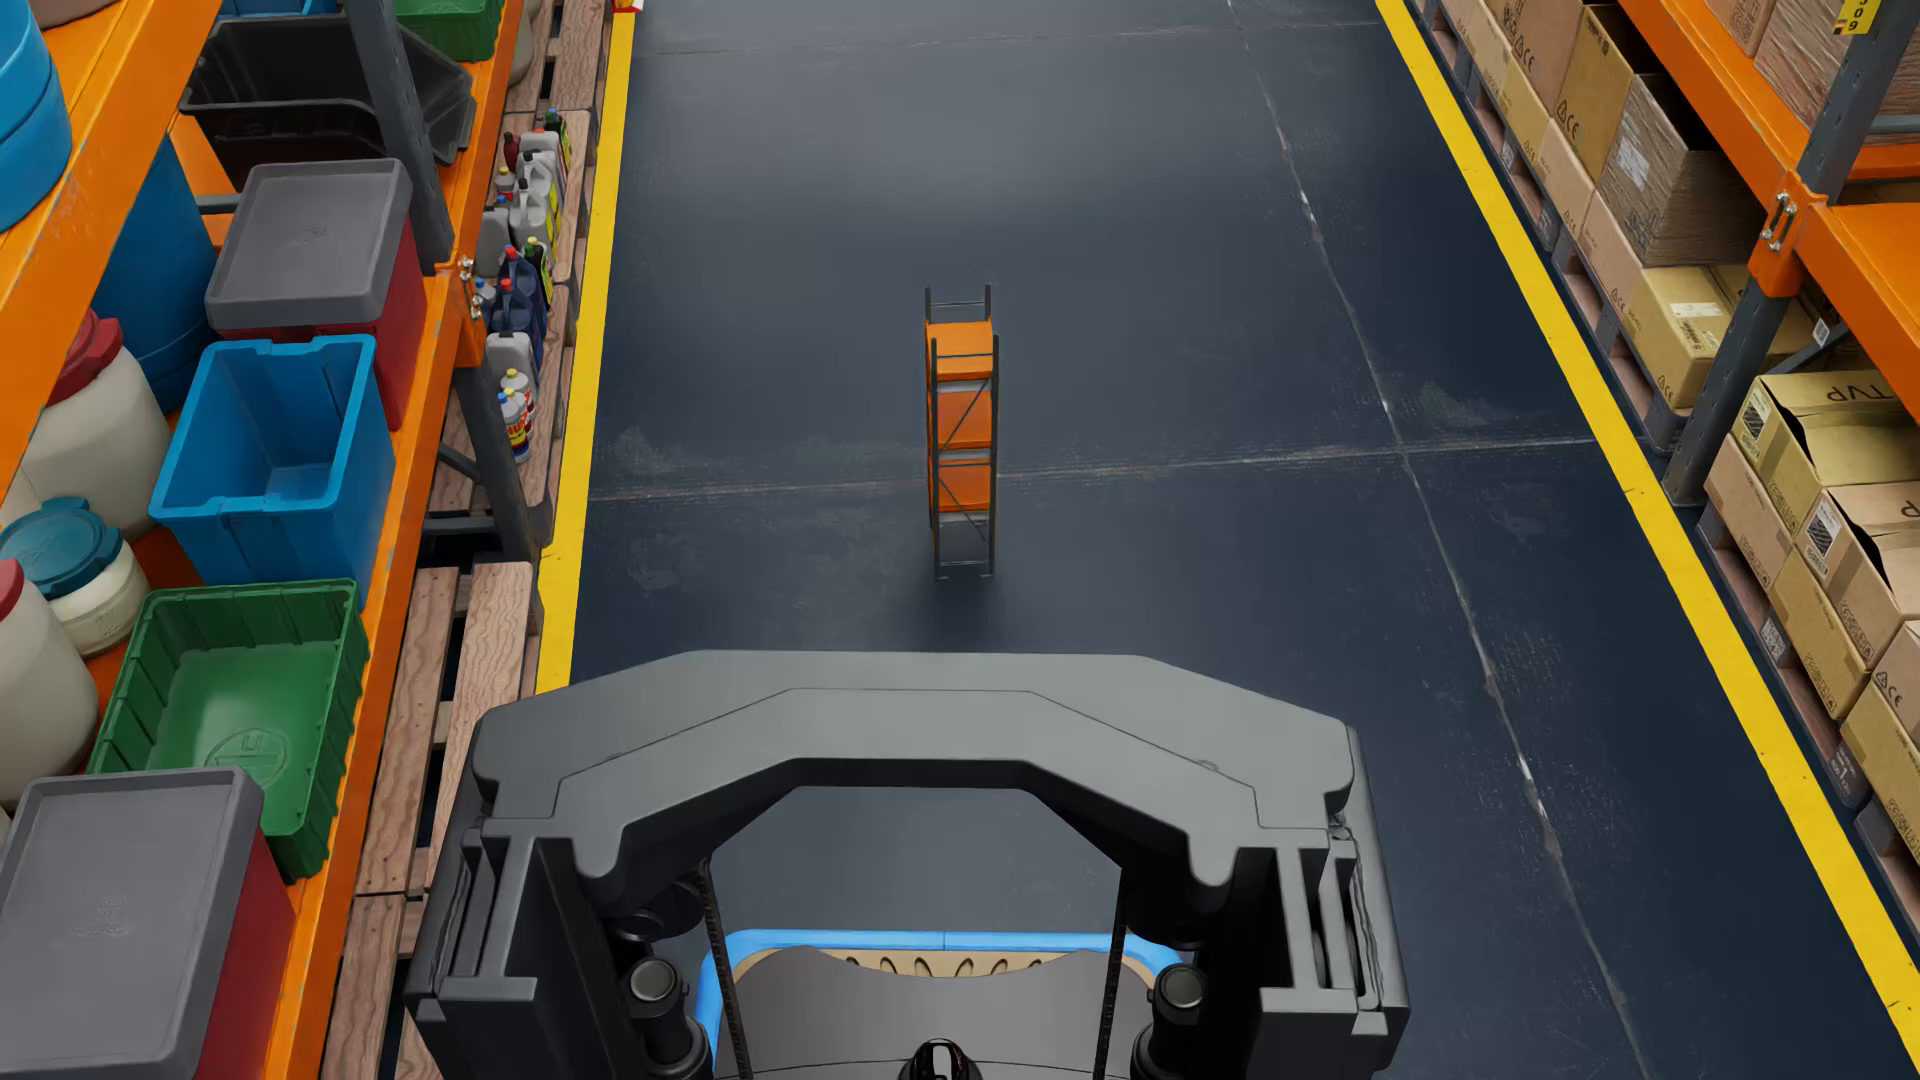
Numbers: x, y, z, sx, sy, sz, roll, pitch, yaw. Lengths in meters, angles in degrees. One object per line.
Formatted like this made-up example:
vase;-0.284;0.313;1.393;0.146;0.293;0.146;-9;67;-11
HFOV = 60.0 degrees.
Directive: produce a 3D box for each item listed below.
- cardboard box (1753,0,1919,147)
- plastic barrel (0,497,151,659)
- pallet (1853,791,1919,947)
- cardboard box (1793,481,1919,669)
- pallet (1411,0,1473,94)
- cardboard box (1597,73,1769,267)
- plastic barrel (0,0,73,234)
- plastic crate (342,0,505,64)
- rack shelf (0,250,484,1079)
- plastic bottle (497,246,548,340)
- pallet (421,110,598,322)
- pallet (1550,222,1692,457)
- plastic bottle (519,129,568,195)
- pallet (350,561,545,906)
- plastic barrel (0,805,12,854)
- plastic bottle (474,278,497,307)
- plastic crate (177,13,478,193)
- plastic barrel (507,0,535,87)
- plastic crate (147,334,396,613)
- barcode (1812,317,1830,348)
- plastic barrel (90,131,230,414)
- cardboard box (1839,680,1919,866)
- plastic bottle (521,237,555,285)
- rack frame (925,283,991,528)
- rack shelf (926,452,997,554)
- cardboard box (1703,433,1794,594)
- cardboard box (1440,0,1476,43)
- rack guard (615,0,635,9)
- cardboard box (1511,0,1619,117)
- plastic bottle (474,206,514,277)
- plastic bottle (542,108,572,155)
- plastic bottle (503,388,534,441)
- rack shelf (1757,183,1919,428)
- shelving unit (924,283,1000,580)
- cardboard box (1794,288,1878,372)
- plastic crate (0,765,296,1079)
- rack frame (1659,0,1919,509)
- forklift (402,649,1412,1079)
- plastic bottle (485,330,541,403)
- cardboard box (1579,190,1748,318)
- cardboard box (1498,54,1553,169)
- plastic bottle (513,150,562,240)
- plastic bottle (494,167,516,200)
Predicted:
cardboard box;2.957;-1.571;5.103;0.700;0.500;0.500;-5;47;-4
plastic barrel;-1.977;0.097;3.687;0.301;0.262;0.301;0;47;0
pallet;3.207;1.159;4.507;1.003;0.211;1.213;-3;47;-3
cardboard box;2.824;0.069;4.837;0.500;0.311;0.500;-4;47;-4
pallet;2.772;-2.600;8.067;1.003;0.211;1.213;-3;47;-3
cardboard box;2.714;-1.357;6.057;0.500;0.500;0.500;-3;47;-3
plastic barrel;-1.567;-0.820;2.049;0.600;0.901;0.708;-3;47;-3
plastic crate;-1.768;-1.844;5.576;0.450;0.188;0.662;-3;47;-3
rack shelf;-1.768;0.777;3.444;1.077;0.370;4.000;-3;47;-3
plastic bottle;-1.605;-0.903;6.061;0.144;0.351;0.185;-5;47;-5
pallet;-2.055;-1.332;6.866;1.003;0.211;1.213;-3;47;-3
pallet;2.976;-0.835;6.395;1.003;0.211;1.213;-3;47;-3
plastic bottle;-1.686;-1.540;6.715;0.152;0.276;0.135;-3;47;-3
pallet;-1.831;0.607;5.029;1.003;0.211;1.213;-3;47;-3
plastic barrel;-1.976;0.585;3.036;0.433;0.535;0.433;0;47;0
plastic bottle;-1.722;-0.837;6.053;0.097;0.271;0.097;0;47;0
plastic crate;-1.852;-1.282;4.941;0.767;0.338;0.504;-3;47;-3
plastic barrel;-2.097;-2.266;7.254;0.421;0.512;0.421;0;47;0
plastic crate;-1.533;-0.133;3.821;0.392;0.384;0.575;-3;47;-3
barcode;2.607;-0.628;5.036;0.001;0.075;0.075;-3;47;-3
plastic barrel;-2.205;-0.792;4.089;0.600;0.901;0.708;-3;47;-3
cardboard box;2.875;0.637;4.685;0.500;0.250;0.500;-5;47;-5
plastic bottle;-1.606;-1.058;6.311;0.097;0.201;0.097;0;47;0
rack frame;-0.006;-0.411;5.416;0.200;1.050;0.008;-3;47;-3
rack shelf;0.004;-0.124;5.542;0.215;0.259;0.240;-3;47;-3
cardboard box;2.788;-0.108;5.391;0.500;0.250;0.500;-5;47;-4
cardboard box;2.535;-2.546;7.699;0.500;0.250;0.500;-3;47;-3
rack guard;-2.217;-2.900;8.152;1.175;0.500;0.348;-3;47;-3
cardboard box;2.612;-2.080;6.742;0.500;0.500;0.500;-3;47;-3
plastic bottle;-1.786;-1.158;6.354;0.152;0.276;0.135;-3;47;-3
plastic bottle;-1.680;-1.698;6.917;0.097;0.201;0.097;0;47;0
plastic bottle;-1.534;-0.437;5.722;0.097;0.201;0.097;0;47;0
rack shelf;3.168;0.479;3.726;1.077;0.370;4.000;-3;47;-3
shelving unit;0.004;-0.322;5.332;0.215;1.050;0.252;-3;47;-3
cardboard box;3.264;-0.769;6.016;0.500;0.250;0.500;-3;47;-3
plastic crate;-1.431;0.767;2.914;0.402;0.464;0.583;-3;47;-3
rack frame;3.001;-1.216;4.835;1.000;3.000;0.127;-3;47;-3
forklift;-0.057;1.628;2.190;1.130;2.935;3.031;1;47;1
plastic bottle;-1.580;-0.621;5.846;0.152;0.276;0.135;-2;47;-2
cardboard box;2.712;-1.099;6.330;0.500;0.250;0.500;-3;47;-3
cardboard box;2.613;-1.822;7.014;0.500;0.250;0.500;-3;47;-3
plastic bottle;-1.656;-1.346;6.480;0.144;0.351;0.185;-2;47;-2
plastic bottle;-1.797;-1.393;6.627;0.097;0.201;0.097;0;47;0
